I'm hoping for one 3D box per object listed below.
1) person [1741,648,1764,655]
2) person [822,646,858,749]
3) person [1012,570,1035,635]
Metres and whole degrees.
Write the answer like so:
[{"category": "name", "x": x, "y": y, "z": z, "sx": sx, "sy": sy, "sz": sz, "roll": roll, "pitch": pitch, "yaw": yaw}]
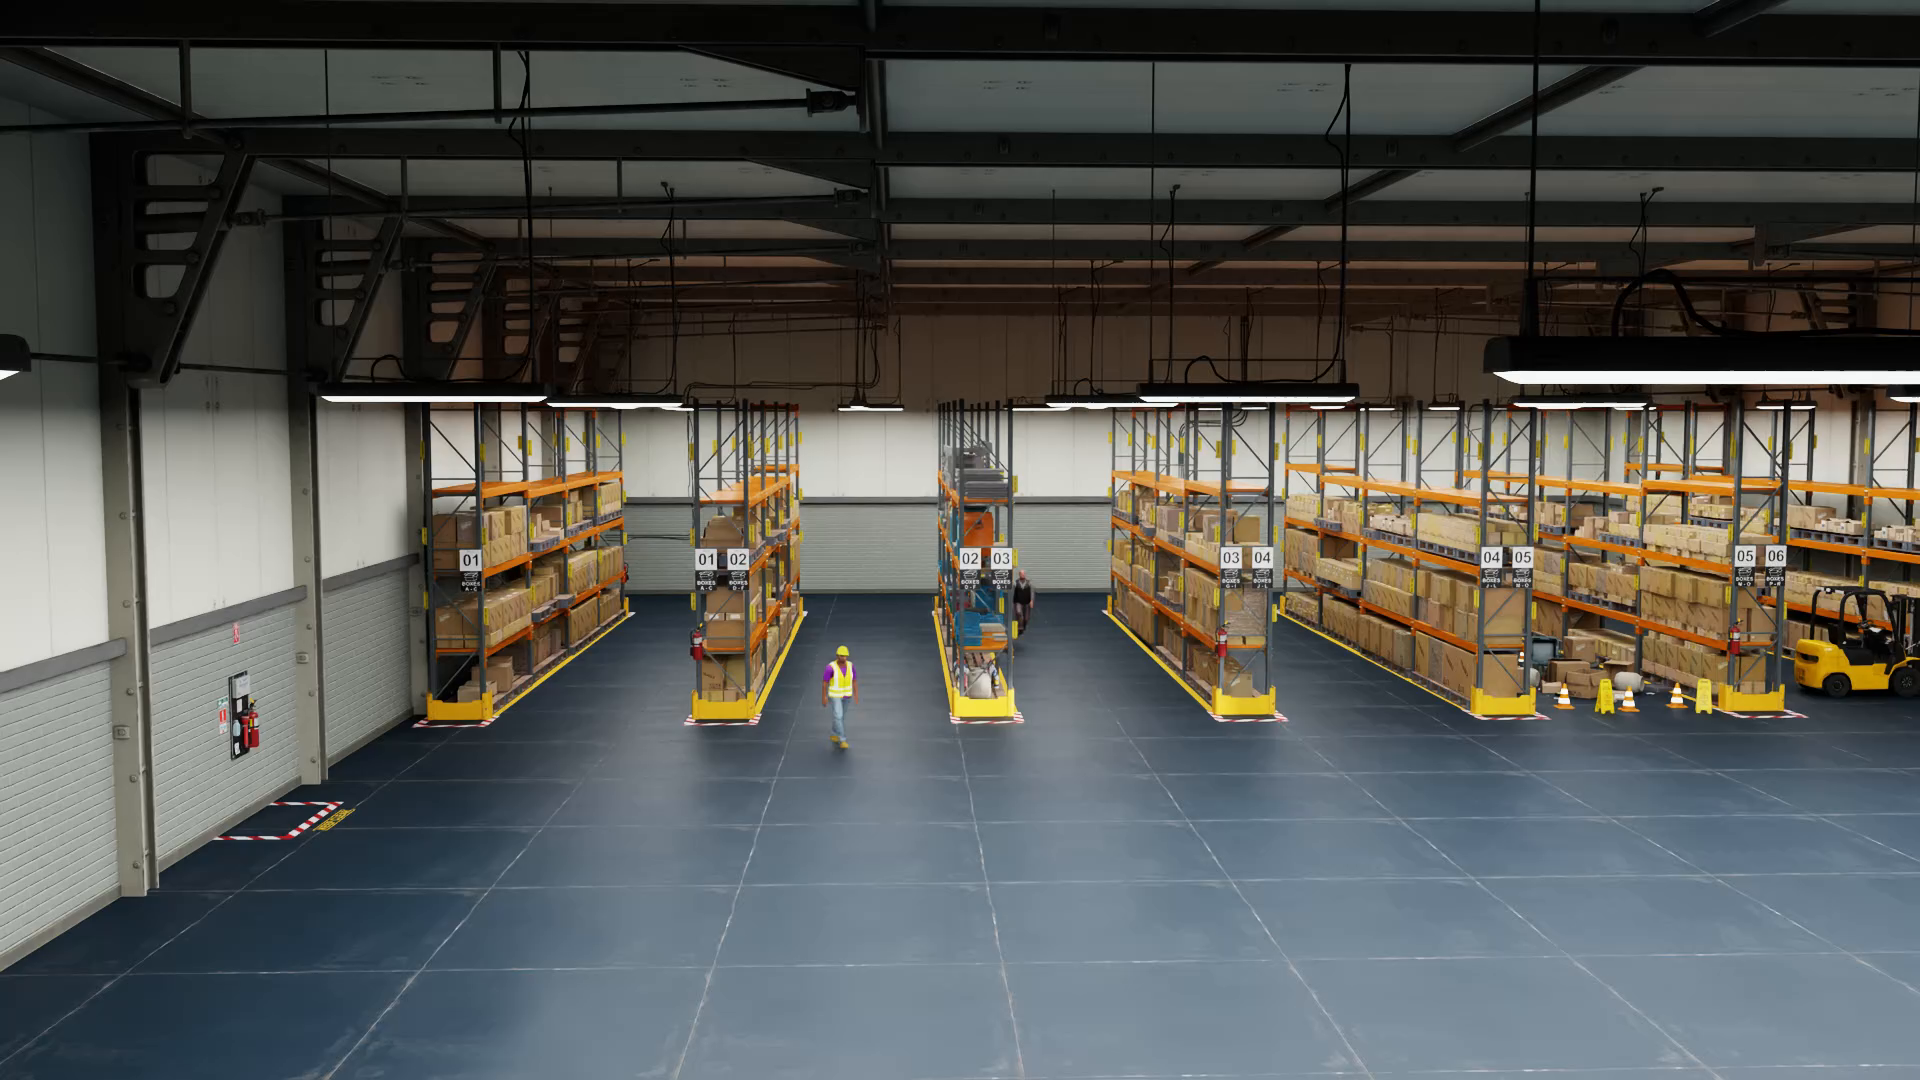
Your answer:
[{"category": "person", "x": 17.260, "y": 2.154, "z": 36.164, "sx": 0.601, "sy": 1.658, "sz": 0.773, "roll": 0, "pitch": 4, "yaw": -1}, {"category": "person", "x": -2.017, "y": 2.671, "z": 28.520, "sx": 0.591, "sy": 1.705, "sz": 1.031, "roll": -3, "pitch": 5, "yaw": -35}, {"category": "person", "x": 1.584, "y": 1.527, "z": 41.310, "sx": 0.549, "sy": 1.561, "sz": 1.062, "roll": -1, "pitch": 4, "yaw": -12}]
